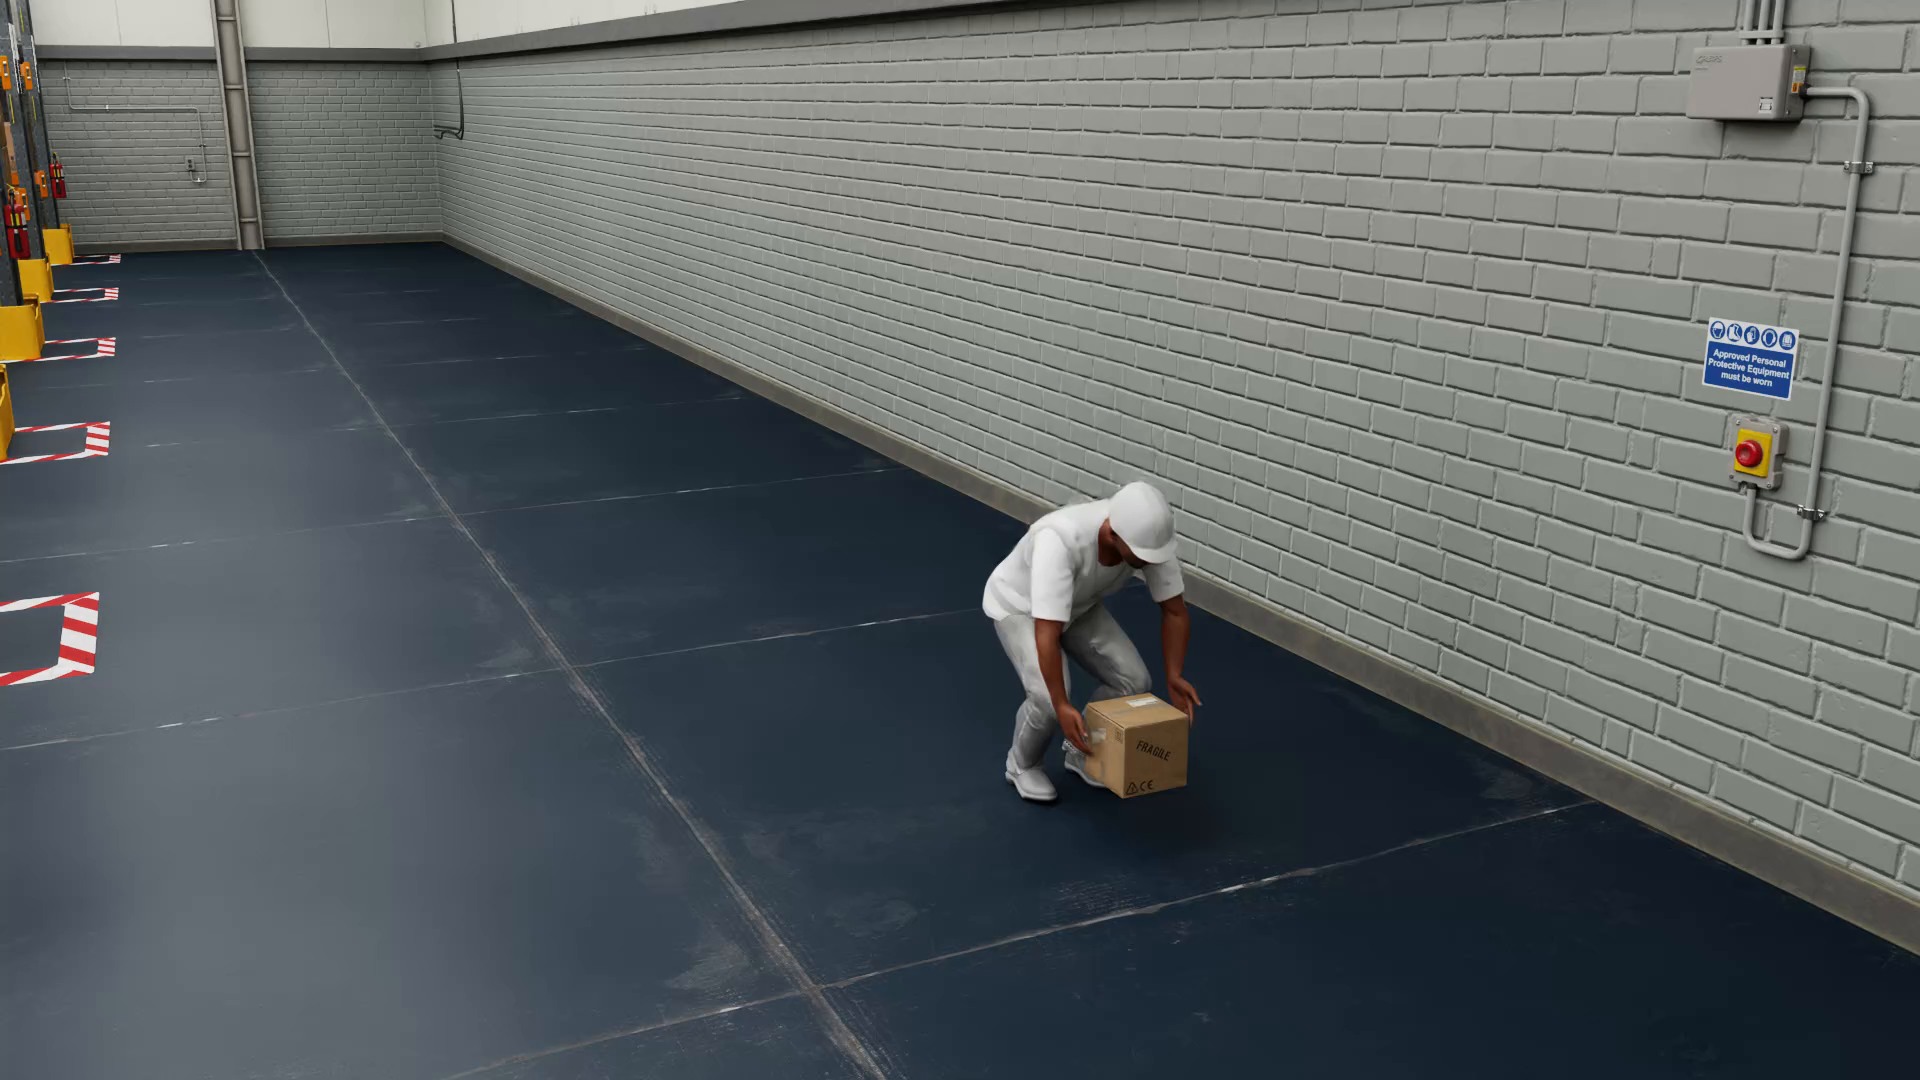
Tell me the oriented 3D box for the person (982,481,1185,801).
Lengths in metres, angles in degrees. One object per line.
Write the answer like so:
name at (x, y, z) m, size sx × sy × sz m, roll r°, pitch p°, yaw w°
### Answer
person at (0.454, 0.323, 5.857) m, size 0.620 × 1.207 × 0.839 m, roll -7°, pitch 17°, yaw -25°
